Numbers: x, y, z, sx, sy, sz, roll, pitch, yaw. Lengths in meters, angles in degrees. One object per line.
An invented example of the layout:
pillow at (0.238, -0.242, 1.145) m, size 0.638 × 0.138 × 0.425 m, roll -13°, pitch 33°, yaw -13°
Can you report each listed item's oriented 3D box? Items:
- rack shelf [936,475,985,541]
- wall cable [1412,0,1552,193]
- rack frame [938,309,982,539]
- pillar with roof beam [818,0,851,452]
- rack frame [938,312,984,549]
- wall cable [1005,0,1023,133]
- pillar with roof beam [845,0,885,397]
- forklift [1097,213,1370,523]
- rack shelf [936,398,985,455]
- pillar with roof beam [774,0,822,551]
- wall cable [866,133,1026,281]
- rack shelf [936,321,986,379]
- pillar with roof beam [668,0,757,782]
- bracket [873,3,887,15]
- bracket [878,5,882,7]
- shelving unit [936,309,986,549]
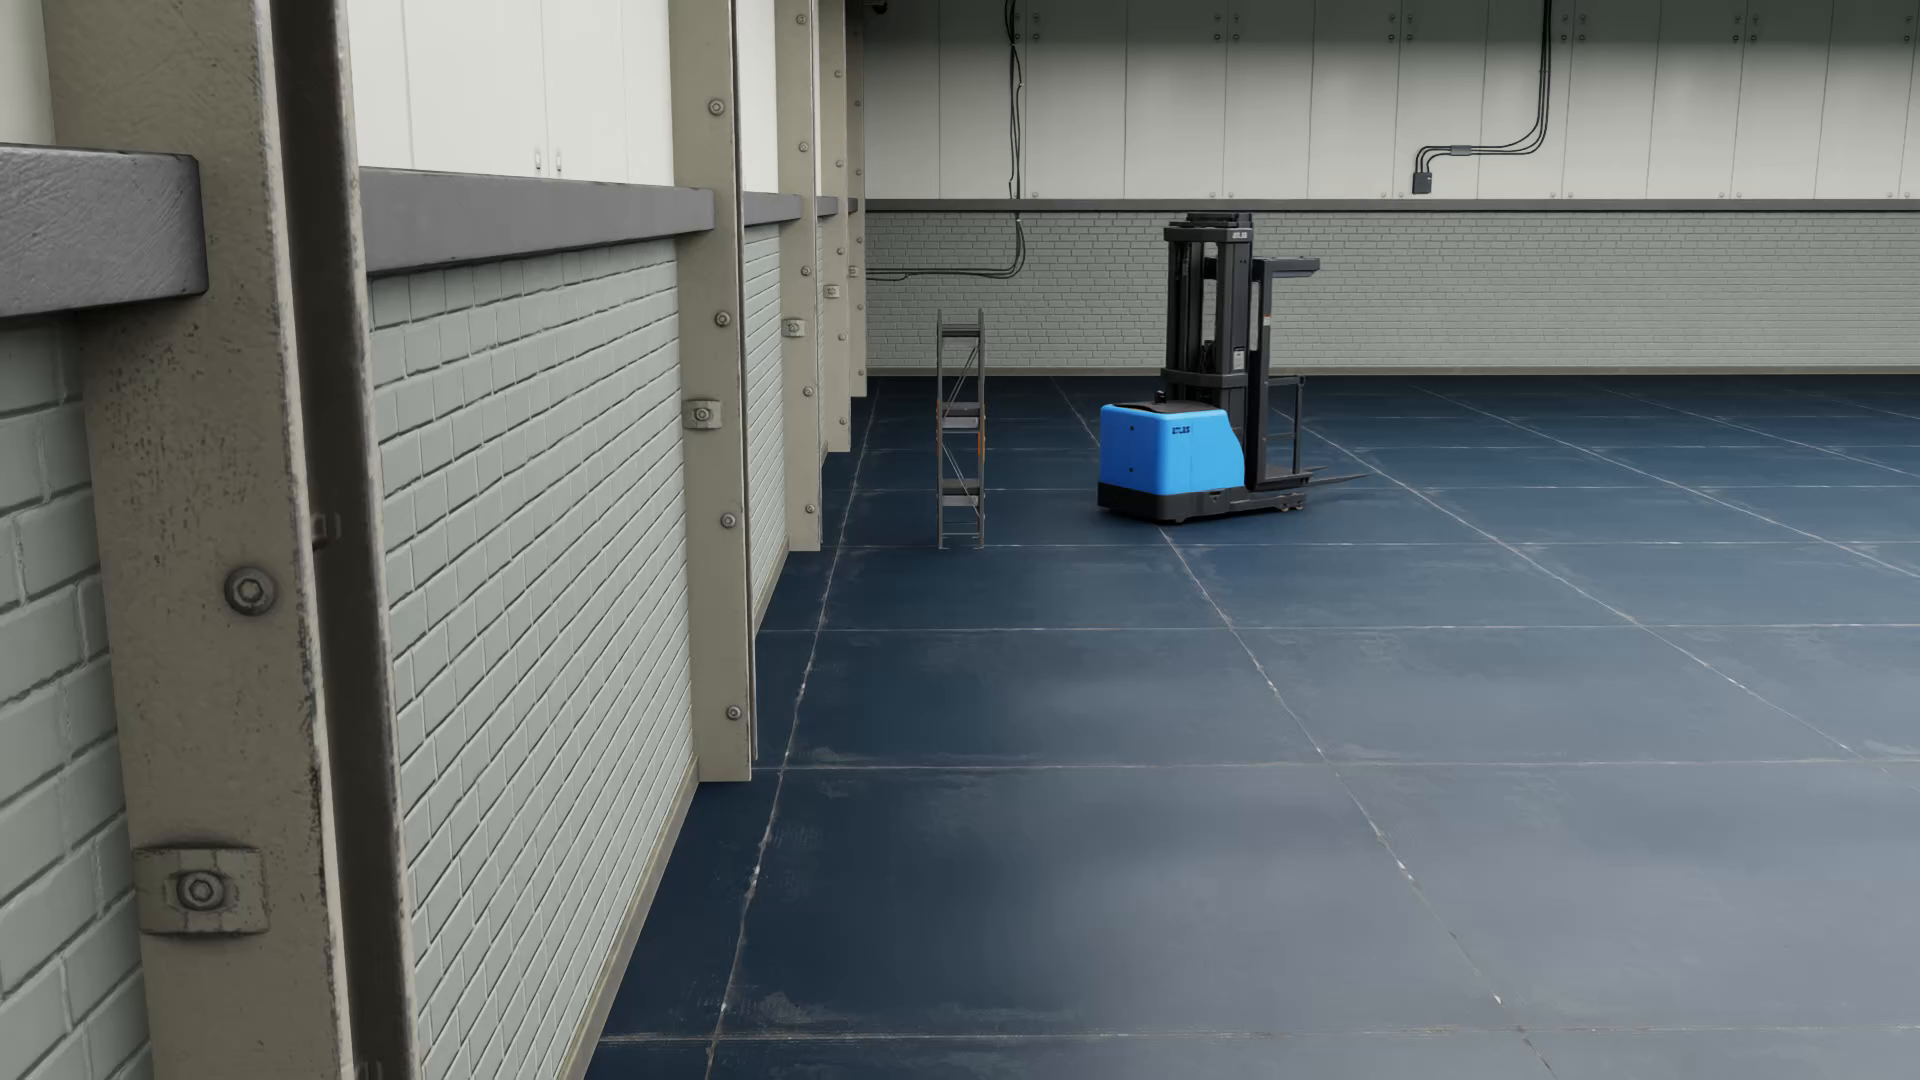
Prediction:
rack shelf at (0.003, -0.297, 15.021) m, size 0.431 × 0.518 × 0.480 m, roll 0°, pitch 11°, yaw -1°
wall cable at (9.100, -9.031, 28.578) m, size 2.305 × 6.003 × 0.169 m, roll 0°, pitch 11°, yaw -1°
rack frame at (-0.002, -1.045, 15.118) m, size 0.400 × 2.100 × 0.015 m, roll 0°, pitch 11°, yaw -1°
pillar with roof beam at (2.776, -5.562, 20.034) m, size 9.100 × 9.000 × 0.400 m, roll 0°, pitch 11°, yaw -1°
rack frame at (0.009, -0.948, 14.640) m, size 0.400 × 2.100 × 0.015 m, roll 0°, pitch 11°, yaw -1°
wall cable at (2.313, -8.293, 28.601) m, size 3.097 × 2.526 × 0.112 m, roll 0°, pitch 11°, yaw -1°
pillar with roof beam at (2.652, -6.755, 25.913) m, size 9.100 × 9.000 × 0.548 m, roll 0°, pitch 11°, yaw -1°
forklift at (2.883, -1.800, 16.750) m, size 3.031 × 2.935 × 1.130 m, roll -7°, pitch 14°, yaw -33°
rack shelf at (0.003, -0.983, 14.882) m, size 0.431 × 0.518 × 0.480 m, roll 0°, pitch 11°, yaw -1°
pillar with roof beam at (2.900, -4.370, 14.155) m, size 9.100 × 9.000 × 0.400 m, roll 0°, pitch 11°, yaw -1°
wall cable at (-0.391, -5.807, 29.048) m, size 3.097 × 2.526 × 0.112 m, roll 0°, pitch 11°, yaw -1°
rack shelf at (0.004, -1.669, 14.743) m, size 0.431 × 0.518 × 0.480 m, roll 0°, pitch 11°, yaw -1°
pillar with roof beam at (3.024, -3.177, 8.276) m, size 9.100 × 9.000 × 0.400 m, roll 0°, pitch 11°, yaw -1°
bracket at (-1.355, -9.056, 28.204) m, size 0.235 × 0.232 × 0.430 m, roll 0°, pitch 11°, yaw -1°
bracket at (-1.343, -8.939, 27.625) m, size 0.076 × 0.066 × 3.189 m, roll 0°, pitch 11°, yaw -1°
shelving unit at (0.003, -0.996, 14.879) m, size 0.431 × 2.100 × 0.503 m, roll 0°, pitch 11°, yaw -1°
